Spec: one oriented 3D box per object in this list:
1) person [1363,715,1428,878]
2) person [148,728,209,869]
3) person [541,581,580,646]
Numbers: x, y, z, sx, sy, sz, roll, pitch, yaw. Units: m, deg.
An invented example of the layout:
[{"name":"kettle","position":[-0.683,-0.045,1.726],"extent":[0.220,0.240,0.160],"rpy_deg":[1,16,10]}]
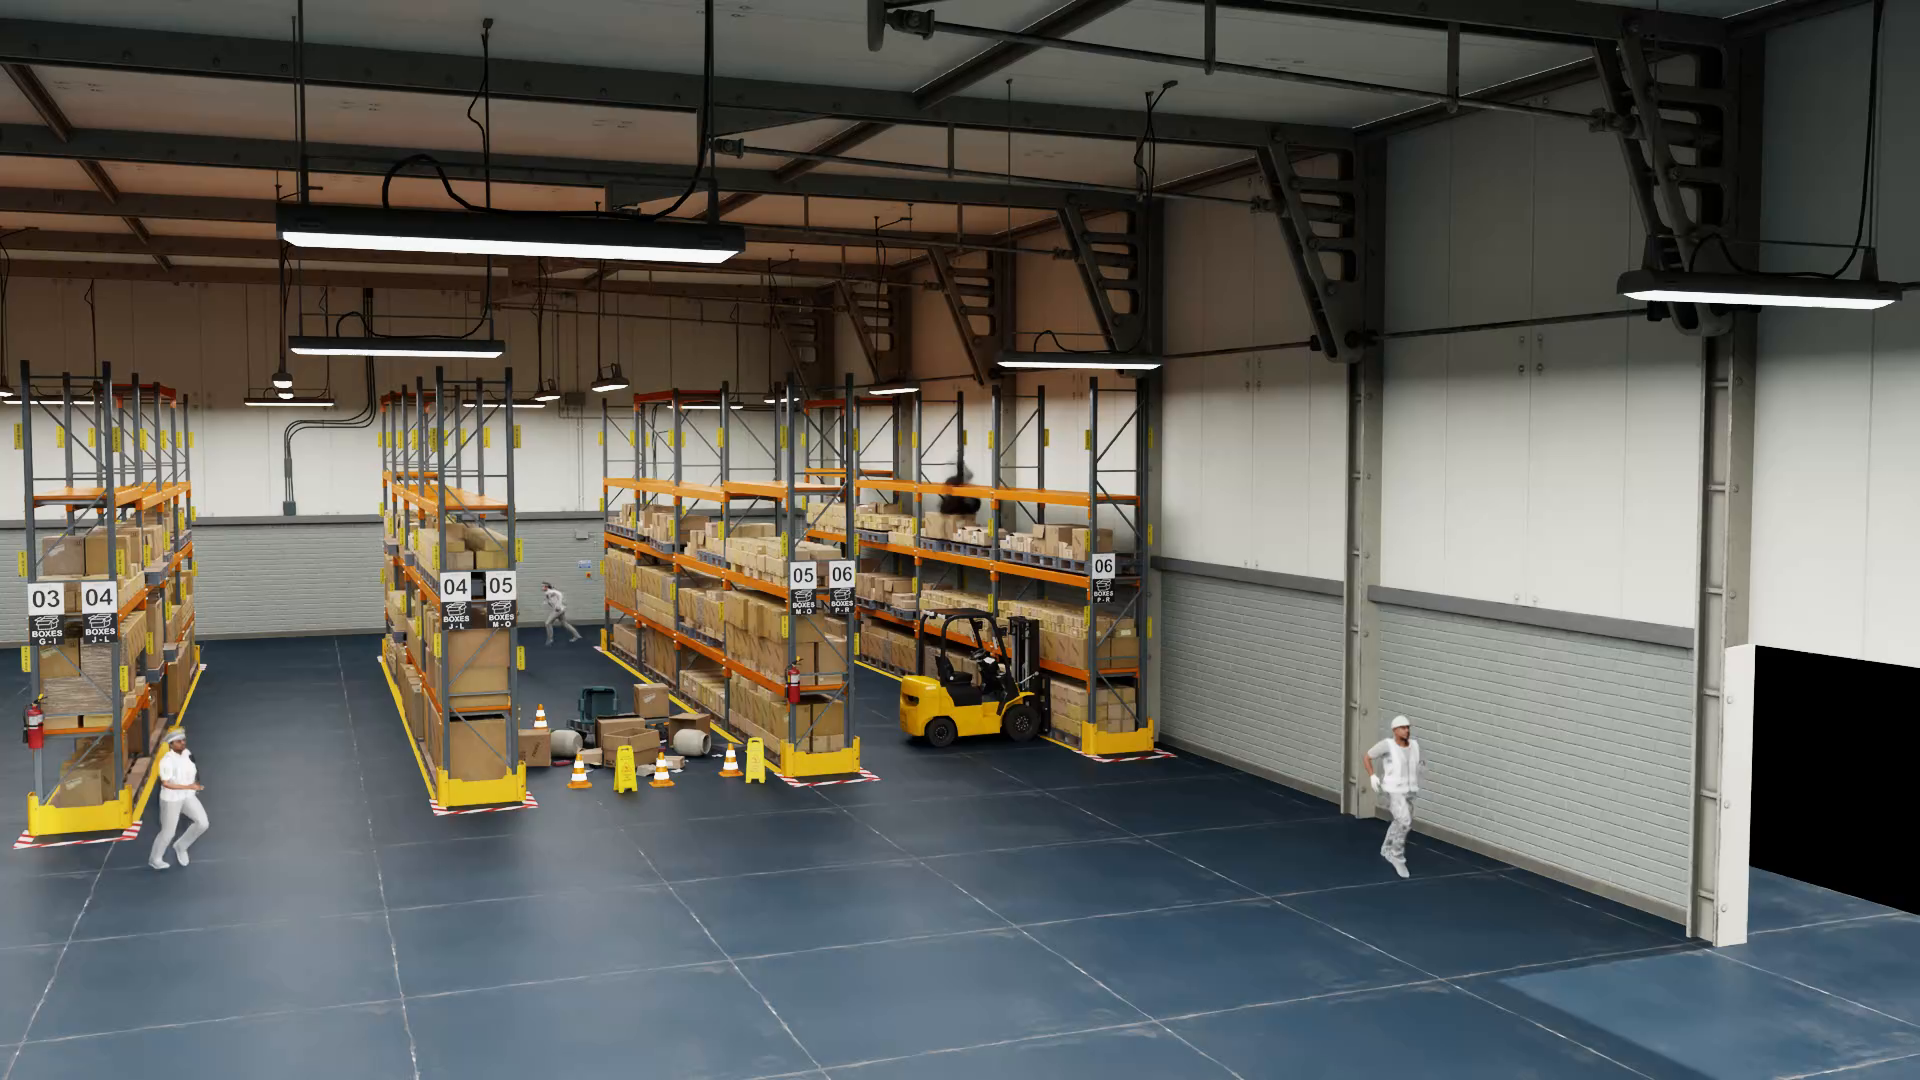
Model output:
[{"name":"person","position":[5.104,2.952,19.265],"extent":[0.657,1.843,0.768],"rpy_deg":[-2,4,-26]},{"name":"person","position":[-9.047,2.992,19.312],"extent":[0.802,1.650,0.589],"rpy_deg":[1,4,22]},{"name":"person","position":[-9.716,1.800,40.476],"extent":[0.941,1.641,0.655],"rpy_deg":[-1,4,-19]}]
